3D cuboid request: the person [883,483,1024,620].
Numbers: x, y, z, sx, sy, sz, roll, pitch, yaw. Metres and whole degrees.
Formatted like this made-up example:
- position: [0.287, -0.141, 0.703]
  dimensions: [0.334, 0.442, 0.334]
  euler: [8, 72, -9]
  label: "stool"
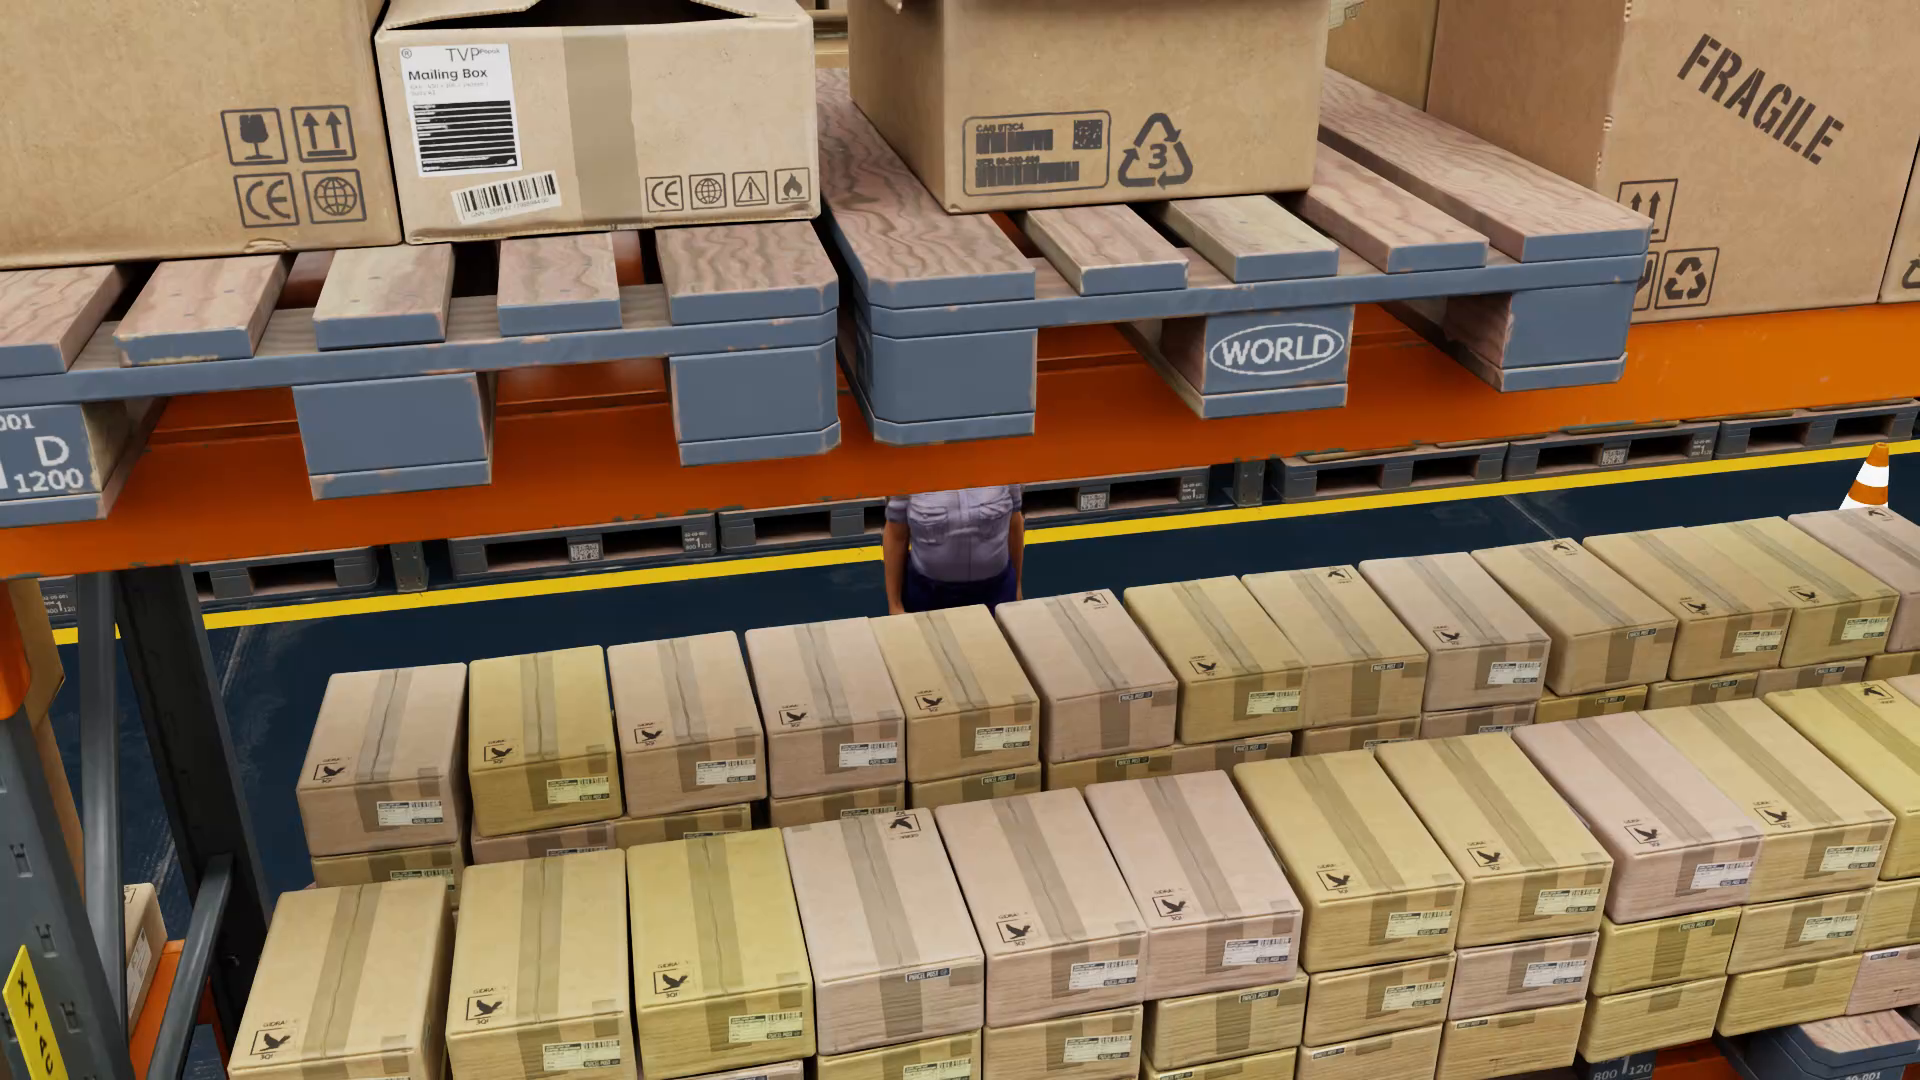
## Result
- position: [-0.010, 0.233, 5.672]
  dimensions: [0.493, 1.656, 0.683]
  euler: [-2, 27, -3]
  label: "person"
